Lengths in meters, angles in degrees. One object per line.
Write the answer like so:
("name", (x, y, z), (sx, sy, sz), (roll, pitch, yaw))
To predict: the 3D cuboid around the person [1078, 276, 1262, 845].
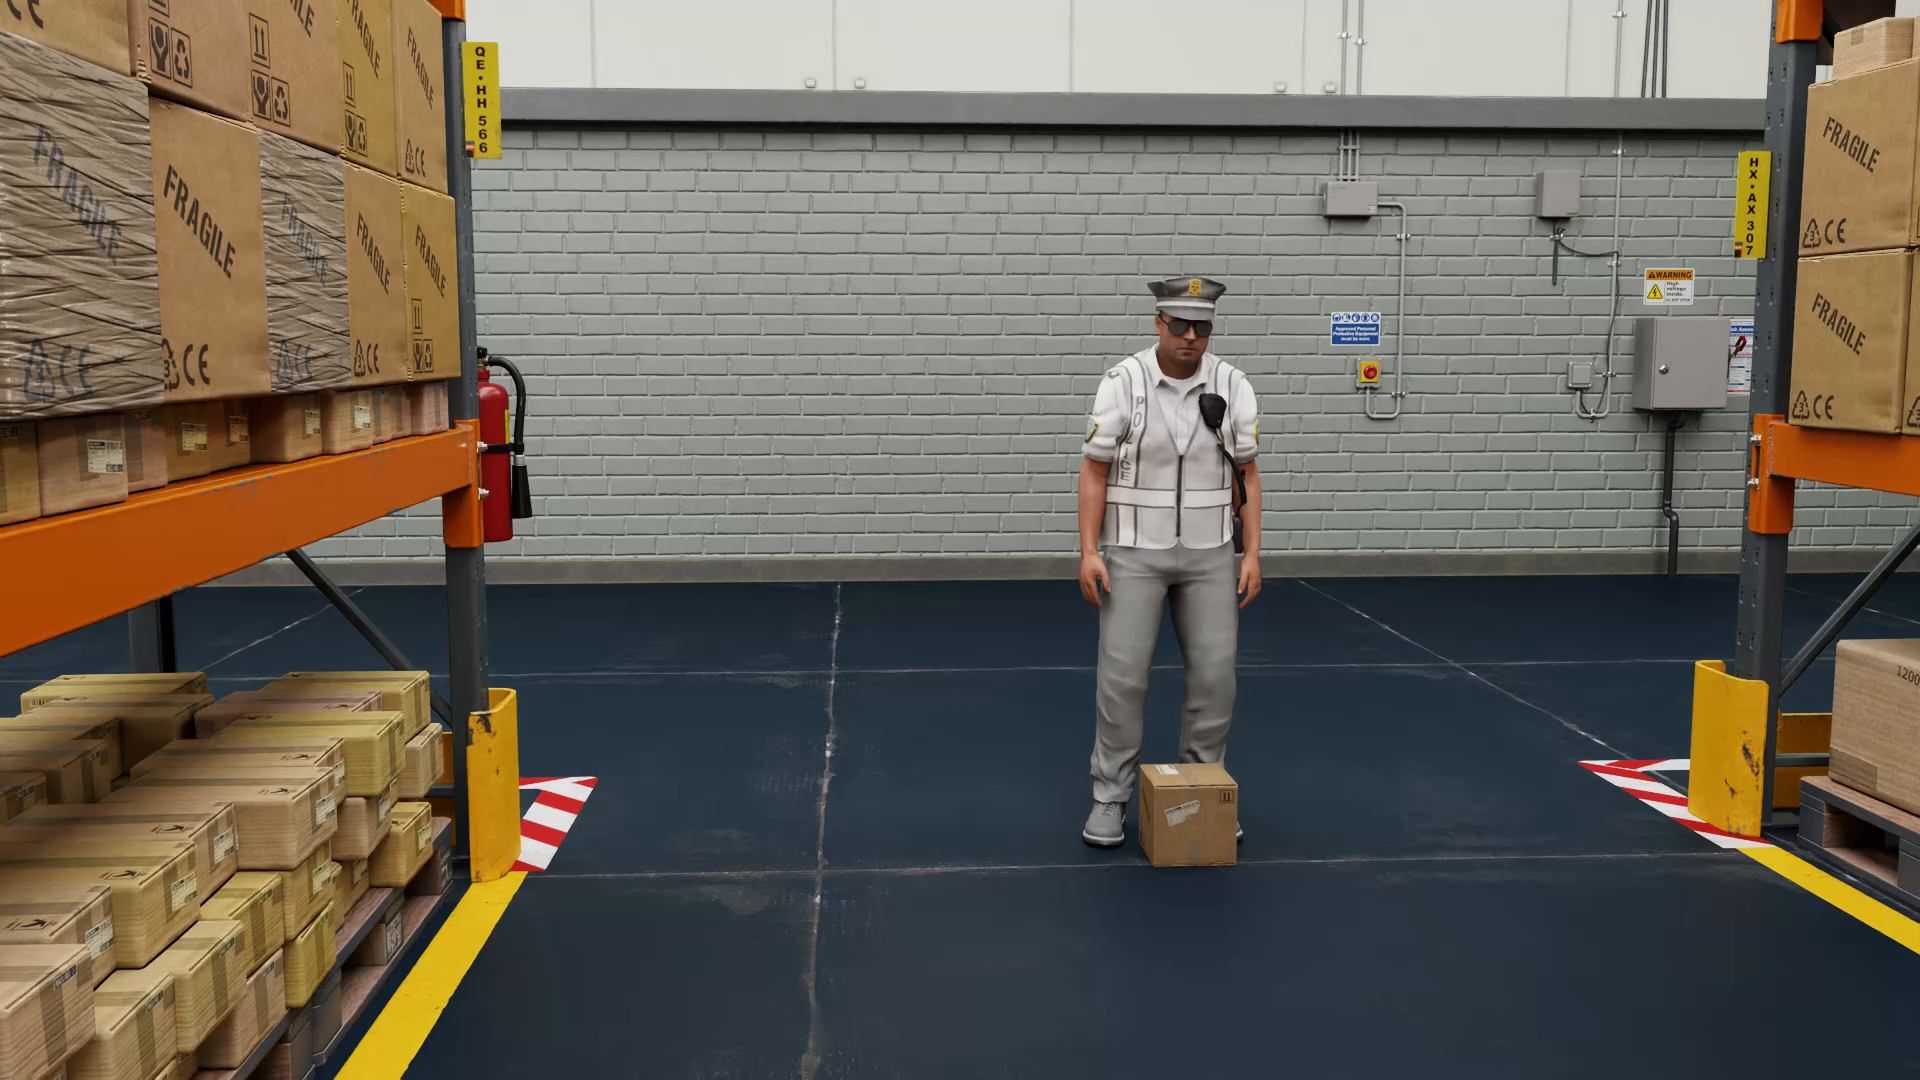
("person", (0.660, 0.056, 5.238), (0.586, 1.748, 0.439), (0, 7, -3))
